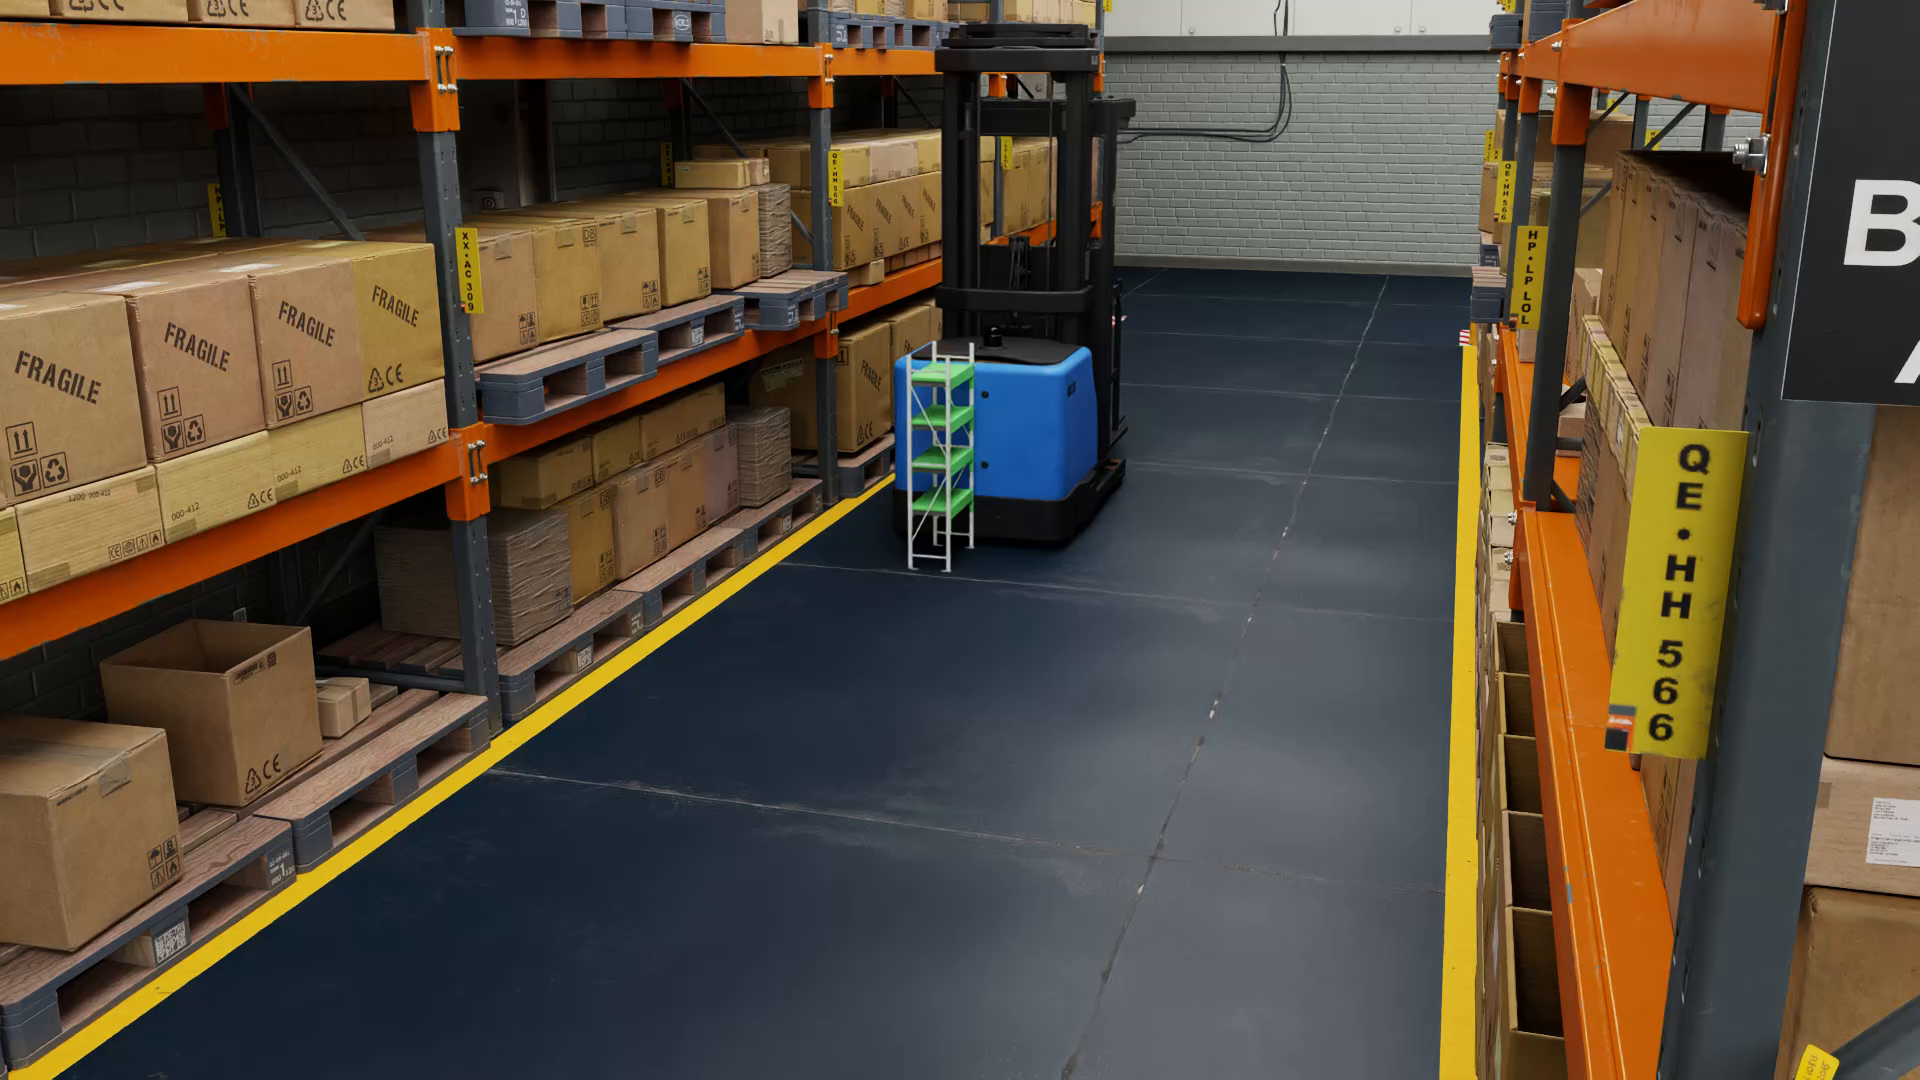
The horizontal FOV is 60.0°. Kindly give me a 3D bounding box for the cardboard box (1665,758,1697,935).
[{"bbox_3d":[1.490,0.464,2.514,0.700,0.500,0.500,5,17,17],"label":"cardboard box"}]

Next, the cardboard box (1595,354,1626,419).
[{"bbox_3d":[1.859,-0.379,4.295,0.380,0.149,0.250,4,16,15],"label":"cardboard box"}]

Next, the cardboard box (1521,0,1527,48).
[{"bbox_3d":[3.858,-3.200,9.933,0.910,0.500,0.500,5,16,16],"label":"cardboard box"}]

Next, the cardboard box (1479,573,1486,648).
[{"bbox_3d":[2.613,0.315,7.491,0.500,0.250,0.500,5,17,17],"label":"cardboard box"}]

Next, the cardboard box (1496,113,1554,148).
[{"bbox_3d":[4.937,-3.448,14.472,0.500,0.500,0.500,4,16,15],"label":"cardboard box"}]

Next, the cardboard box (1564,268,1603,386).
[{"bbox_3d":[3.013,-0.930,7.428,0.500,0.500,0.500,4,16,13],"label":"cardboard box"}]

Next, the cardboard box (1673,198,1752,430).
[{"bbox_3d":[1.647,-0.306,2.852,0.700,0.500,0.500,5,16,16],"label":"cardboard box"}]

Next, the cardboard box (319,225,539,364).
[{"bbox_3d":[-2.236,-1.049,7.042,0.700,0.500,0.500,5,16,16],"label":"cardboard box"}]

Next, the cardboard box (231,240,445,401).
[{"bbox_3d":[-2.251,-0.809,6.050,0.500,0.500,0.500,5,16,16],"label":"cardboard box"}]

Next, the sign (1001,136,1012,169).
[{"bbox_3d":[0.383,-3.231,13.748,0.100,0.325,0.005,5,16,16],"label":"sign"}]

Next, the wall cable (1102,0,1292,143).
[{"bbox_3d":[2.947,-6.643,22.448,3.097,2.526,0.112,5,16,16],"label":"wall cable"}]

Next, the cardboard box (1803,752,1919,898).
[{"bbox_3d":[1.126,0.296,1.917,0.380,0.149,0.250,4,16,15],"label":"cardboard box"}]

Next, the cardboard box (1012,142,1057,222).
[{"bbox_3d":[0.440,-3.418,15.835,0.980,0.700,0.700,4,16,13],"label":"cardboard box"}]

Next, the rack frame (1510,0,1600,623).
[{"bbox_3d":[2.337,-0.276,5.304,1.000,3.000,0.127,5,16,16],"label":"rack frame"}]

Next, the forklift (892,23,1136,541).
[{"bbox_3d":[0.489,-1.762,10.672,1.130,2.935,3.031,4,16,15],"label":"forklift"}]

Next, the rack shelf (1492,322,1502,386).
[{"bbox_3d":[4.042,-1.499,10.937,1.077,0.370,4.000,5,16,16],"label":"rack shelf"}]

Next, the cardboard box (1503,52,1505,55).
[{"bbox_3d":[5.063,-4.411,14.660,0.500,0.250,0.500,5,16,16],"label":"cardboard box"}]

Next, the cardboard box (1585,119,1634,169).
[{"bbox_3d":[5.014,-2.999,12.891,0.500,0.500,0.500,5,17,17],"label":"cardboard box"}]

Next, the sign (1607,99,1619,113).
[{"bbox_3d":[6.274,-4.076,16.002,0.100,0.325,0.005,5,16,16],"label":"sign"}]

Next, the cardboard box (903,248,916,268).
[{"bbox_3d":[-0.535,-2.064,12.034,0.380,0.149,0.250,5,17,16],"label":"cardboard box"}]

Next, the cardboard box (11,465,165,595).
[{"bbox_3d":[-2.677,-0.055,4.763,0.500,0.250,0.500,5,17,16],"label":"cardboard box"}]

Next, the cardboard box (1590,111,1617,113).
[{"bbox_3d":[5.742,-3.674,15.271,0.500,0.500,0.500,5,17,17],"label":"cardboard box"}]

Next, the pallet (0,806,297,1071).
[{"bbox_3d":[-2.915,1.181,5.278,1.003,0.211,1.213,5,16,16],"label":"pallet"}]

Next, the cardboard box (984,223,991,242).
[{"bbox_3d":[0.035,-2.530,13.677,0.380,0.149,0.250,5,17,16],"label":"cardboard box"}]

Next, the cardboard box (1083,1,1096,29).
[{"bbox_3d":[1.043,-5.207,16.516,0.500,0.250,0.500,5,17,18],"label":"cardboard box"}]

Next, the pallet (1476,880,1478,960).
[{"bbox_3d":[2.071,1.271,4.963,1.003,0.211,1.213,5,16,16],"label":"pallet"}]

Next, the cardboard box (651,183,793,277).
[{"bbox_3d":[-1.401,-1.841,9.835,0.700,0.500,0.500,3,16,9],"label":"cardboard box"}]

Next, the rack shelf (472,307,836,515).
[{"bbox_3d":[-1.845,-0.836,8.598,1.077,0.370,4.000,5,16,16],"label":"rack shelf"}]

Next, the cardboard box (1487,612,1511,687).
[{"bbox_3d":[2.177,0.447,5.998,0.500,0.311,0.500,5,16,16],"label":"cardboard box"}]

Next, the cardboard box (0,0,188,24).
[{"bbox_3d":[-2.597,-1.729,4.712,0.500,0.500,0.500,4,16,14],"label":"cardboard box"}]

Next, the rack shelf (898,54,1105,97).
[{"bbox_3d":[0.429,-4.372,15.568,1.077,0.370,4.000,5,16,16],"label":"rack shelf"}]

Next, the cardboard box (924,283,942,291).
[{"bbox_3d":[-0.200,-1.740,13.635,0.750,0.750,0.750,5,17,17],"label":"cardboard box"}]

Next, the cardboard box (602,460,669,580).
[{"bbox_3d":[-1.938,-0.131,8.570,0.700,0.500,0.500,5,17,17],"label":"cardboard box"}]

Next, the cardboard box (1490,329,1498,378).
[{"bbox_3d":[3.813,-1.238,11.097,0.500,0.250,0.500,4,16,15],"label":"cardboard box"}]

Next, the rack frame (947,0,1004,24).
[{"bbox_3d":[-0.140,-5.638,13.216,1.000,3.000,0.127,5,16,16],"label":"rack frame"}]

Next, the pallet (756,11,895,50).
[{"bbox_3d":[-1.144,-3.230,10.570,1.213,0.211,1.003,5,17,18],"label":"pallet"}]

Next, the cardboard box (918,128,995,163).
[{"bbox_3d":[-0.027,-3.171,13.374,0.500,0.250,0.500,5,17,17],"label":"cardboard box"}]

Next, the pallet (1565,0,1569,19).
[{"bbox_3d":[3.052,-2.197,6.928,1.003,0.211,1.213,5,17,18],"label":"pallet"}]

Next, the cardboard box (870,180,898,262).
[{"bbox_3d":[-0.735,-2.150,11.146,0.500,0.500,0.500,5,17,18],"label":"cardboard box"}]

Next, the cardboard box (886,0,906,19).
[{"bbox_3d":[-0.795,-3.956,11.794,0.700,0.500,0.500,5,16,16],"label":"cardboard box"}]

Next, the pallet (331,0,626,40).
[{"bbox_3d":[-2.136,-2.165,6.812,1.213,0.211,1.003,5,16,16],"label":"pallet"}]

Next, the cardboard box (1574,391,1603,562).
[{"bbox_3d":[2.217,-0.207,4.880,0.700,0.500,0.500,4,16,14],"label":"cardboard box"}]

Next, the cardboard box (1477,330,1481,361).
[{"bbox_3d":[4.714,-1.654,14.285,0.500,0.311,0.500,5,16,16],"label":"cardboard box"}]

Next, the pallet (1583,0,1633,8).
[{"bbox_3d":[2.120,-1.451,4.113,1.003,0.211,1.213,5,16,16],"label":"pallet"}]

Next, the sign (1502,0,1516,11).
[{"bbox_3d":[4.088,-4.101,12.345,0.100,0.325,0.005,5,16,16],"label":"sign"}]

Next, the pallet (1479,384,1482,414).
[{"bbox_3d":[4.807,-1.207,13.697,1.003,0.211,1.213,5,16,16],"label":"pallet"}]

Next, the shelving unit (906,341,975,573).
[{"bbox_3d":[-0.104,-0.470,9.289,0.258,1.200,0.503,4,16,15],"label":"shelving unit"}]

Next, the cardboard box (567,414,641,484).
[{"bbox_3d":[-1.954,-0.474,8.405,0.500,0.250,0.500,4,16,14],"label":"cardboard box"}]

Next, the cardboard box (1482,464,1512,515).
[{"bbox_3d":[2.902,-0.219,8.346,0.500,0.311,0.500,4,16,14],"label":"cardboard box"}]

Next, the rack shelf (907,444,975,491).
[{"bbox_3d":[-0.104,-0.409,9.307,0.258,0.148,0.480,4,16,15],"label":"rack shelf"}]

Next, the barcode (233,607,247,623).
[{"bbox_3d":[-2.797,0.301,6.460,0.001,0.075,0.075,5,16,16],"label":"barcode"}]

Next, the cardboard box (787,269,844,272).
[{"bbox_3d":[-0.961,-1.662,10.617,0.380,0.149,0.250,4,16,15],"label":"cardboard box"}]

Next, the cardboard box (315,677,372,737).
[{"bbox_3d":[-2.537,0.635,6.480,0.380,0.166,0.250,2,16,9],"label":"cardboard box"}]

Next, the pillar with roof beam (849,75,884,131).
[{"bbox_3d":[3.357,-5.554,12.921,9.100,9.000,0.400,5,16,16],"label":"pillar with roof beam"}]

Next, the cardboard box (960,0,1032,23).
[{"bbox_3d":[0.309,-4.533,14.140,0.500,0.250,0.500,5,16,16],"label":"cardboard box"}]

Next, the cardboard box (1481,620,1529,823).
[{"bbox_3d":[1.905,0.581,5.178,0.500,0.500,0.500,5,16,16],"label":"cardboard box"}]

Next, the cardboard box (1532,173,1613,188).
[{"bbox_3d":[4.168,-2.152,10.966,0.700,0.500,0.500,1,16,2],"label":"cardboard box"}]

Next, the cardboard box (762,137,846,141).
[{"bbox_3d":[-1.097,-2.675,11.624,0.500,0.250,0.500,4,16,14],"label":"cardboard box"}]
